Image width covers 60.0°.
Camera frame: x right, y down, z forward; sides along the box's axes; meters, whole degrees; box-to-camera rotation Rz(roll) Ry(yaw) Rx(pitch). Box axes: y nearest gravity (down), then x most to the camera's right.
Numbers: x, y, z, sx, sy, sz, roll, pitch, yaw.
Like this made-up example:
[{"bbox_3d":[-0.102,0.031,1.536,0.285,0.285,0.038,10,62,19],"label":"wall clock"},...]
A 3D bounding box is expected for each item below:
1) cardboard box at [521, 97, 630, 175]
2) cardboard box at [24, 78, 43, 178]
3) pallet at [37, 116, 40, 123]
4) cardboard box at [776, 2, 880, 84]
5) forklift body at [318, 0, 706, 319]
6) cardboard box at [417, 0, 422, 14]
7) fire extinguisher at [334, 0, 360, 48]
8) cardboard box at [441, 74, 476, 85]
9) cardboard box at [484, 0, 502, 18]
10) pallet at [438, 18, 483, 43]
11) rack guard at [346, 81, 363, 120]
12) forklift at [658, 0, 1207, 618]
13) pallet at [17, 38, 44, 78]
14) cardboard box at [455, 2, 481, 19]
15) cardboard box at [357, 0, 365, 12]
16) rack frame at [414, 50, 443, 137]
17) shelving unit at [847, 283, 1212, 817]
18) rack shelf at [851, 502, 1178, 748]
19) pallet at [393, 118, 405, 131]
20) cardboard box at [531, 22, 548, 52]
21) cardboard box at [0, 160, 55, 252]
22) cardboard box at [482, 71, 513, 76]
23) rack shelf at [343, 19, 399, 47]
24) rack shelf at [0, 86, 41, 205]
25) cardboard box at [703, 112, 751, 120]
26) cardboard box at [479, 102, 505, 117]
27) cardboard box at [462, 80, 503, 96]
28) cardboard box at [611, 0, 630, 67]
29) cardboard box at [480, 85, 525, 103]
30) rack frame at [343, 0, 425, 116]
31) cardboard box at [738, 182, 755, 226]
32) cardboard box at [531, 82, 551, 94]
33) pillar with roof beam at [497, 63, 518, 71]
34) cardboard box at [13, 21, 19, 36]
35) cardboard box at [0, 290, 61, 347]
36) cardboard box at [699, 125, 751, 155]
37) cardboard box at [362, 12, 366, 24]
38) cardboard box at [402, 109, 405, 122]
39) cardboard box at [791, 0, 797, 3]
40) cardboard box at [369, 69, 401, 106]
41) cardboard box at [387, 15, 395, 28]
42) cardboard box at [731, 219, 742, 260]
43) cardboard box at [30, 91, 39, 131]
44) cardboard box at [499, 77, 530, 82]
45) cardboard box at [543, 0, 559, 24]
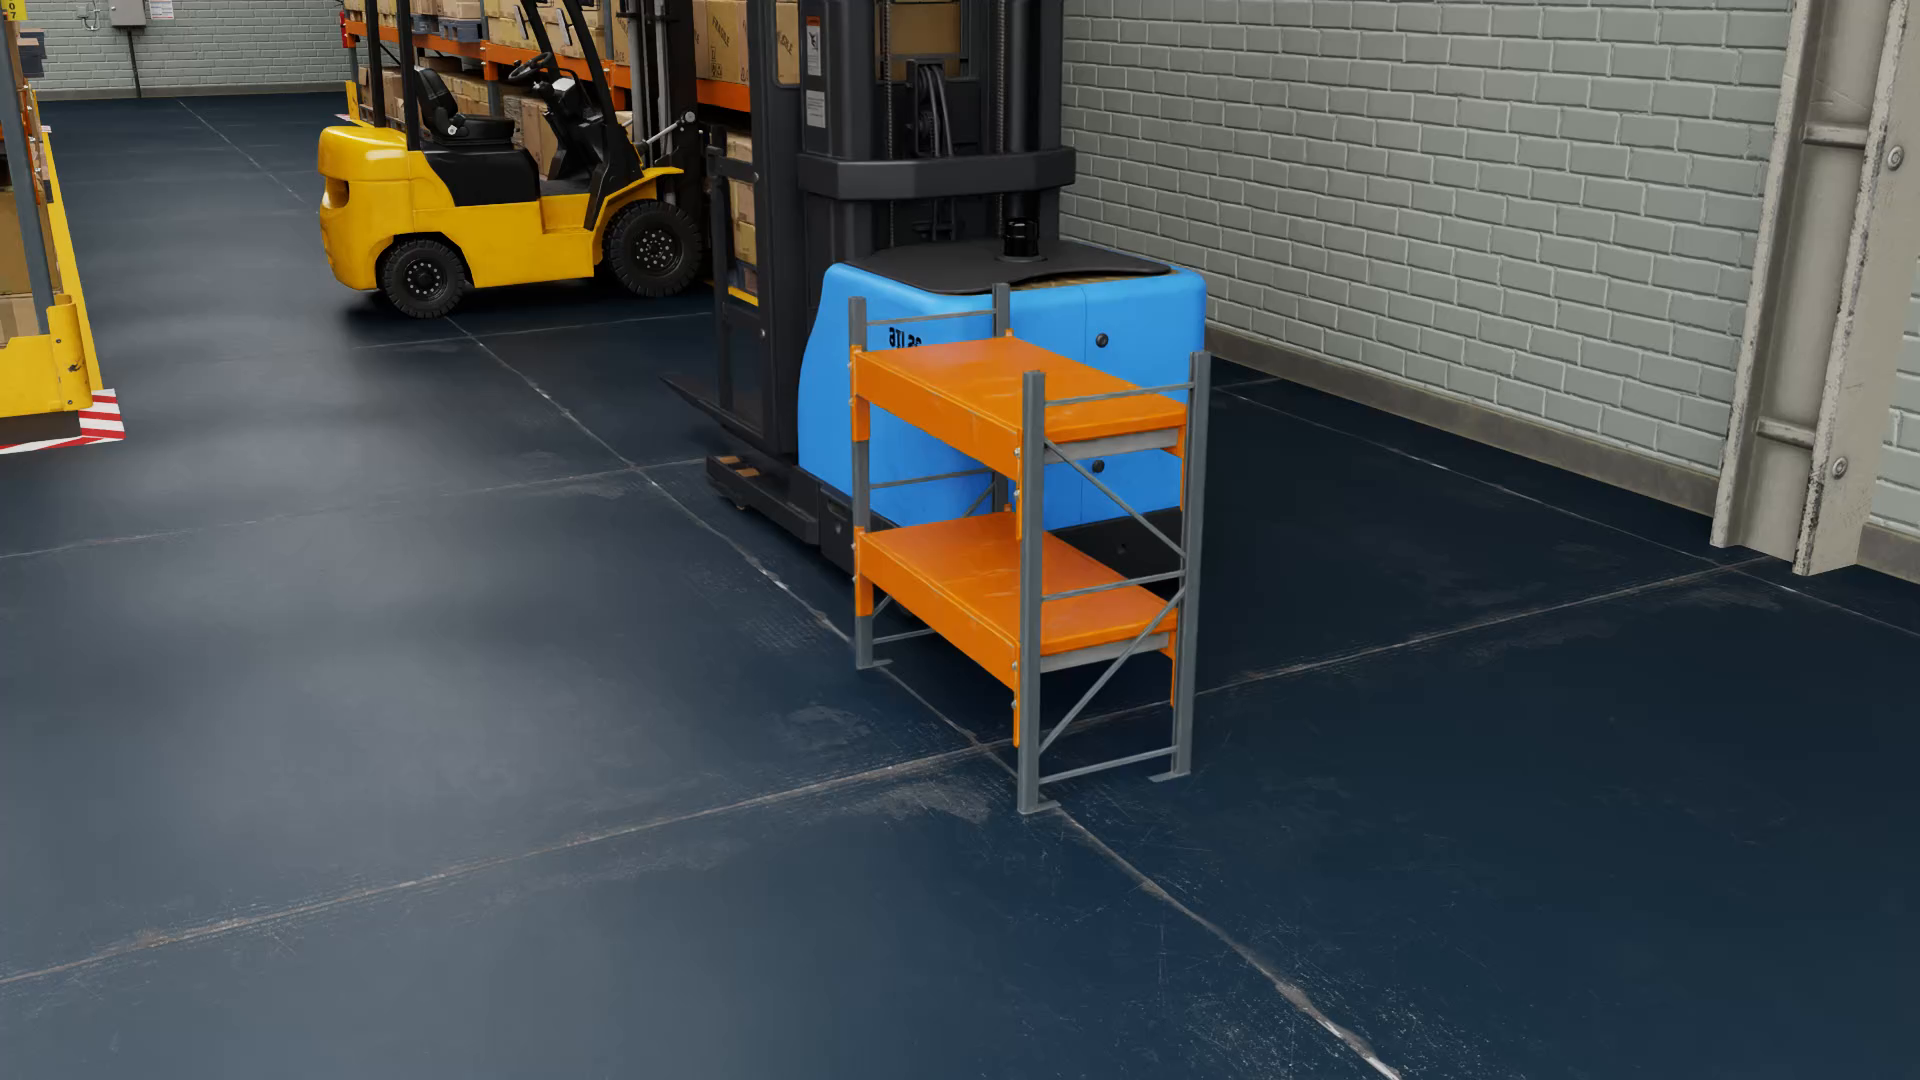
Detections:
[{"bbox_3d":[-3.537,-3.760,15.427,0.875,0.625,0.625,-9,21,-25],"label":"cardboard box"},{"bbox_3d":[-8.760,-3.687,14.832,0.875,0.875,0.875,-10,22,-27],"label":"cardboard box"},{"bbox_3d":[-11.856,-5.043,20.422,1.003,0.211,1.213,-10,21,-27],"label":"pallet"},{"bbox_3d":[-0.805,-2.903,9.793,0.500,0.500,0.500,-11,22,-28],"label":"cardboard box"},{"bbox_3d":[-2.846,-2.616,10.415,2.313,2.155,1.214,-10,21,-27],"label":"forklift body"},{"bbox_3d":[-5.716,-5.877,18.126,0.396,0.266,0.258,-9,21,-24],"label":"cardboard box"},{"bbox_3d":[-8.414,-7.106,22.817,0.296,0.674,0.183,-10,21,-27],"label":"fire extinguisher"},{"bbox_3d":[-5.543,-5.086,18.466,0.380,0.149,0.250,-10,21,-27],"label":"cardboard box"},{"bbox_3d":[-4.165,-5.048,15.626,0.500,0.250,0.500,-10,21,-27],"label":"cardboard box"},{"bbox_3d":[-4.522,-5.145,16.737,1.213,0.211,1.003,-10,21,-27],"label":"pallet"},{"bbox_3d":[-7.902,-6.145,23.173,1.175,0.500,0.348,-10,21,-27],"label":"rack guard"},{"bbox_3d":[-0.354,-1.565,6.175,1.130,2.935,3.031,-10,22,-28],"label":"forklift"},{"bbox_3d":[-6.841,-3.285,11.347,1.003,0.211,1.213,-10,21,-27],"label":"pallet"},{"bbox_3d":[-4.788,-5.261,16.520,0.380,0.149,0.250,-10,21,-26],"label":"cardboard box"},{"bbox_3d":[-7.476,-6.956,21.467,0.500,0.250,0.500,-10,22,-28],"label":"cardboard box"},{"bbox_3d":[-6.038,-6.200,19.501,1.000,3.000,0.127,-10,21,-27],"label":"rack frame"},{"bbox_3d":[0.145,-0.033,4.502,0.538,1.125,1.048,-9,21,-25],"label":"shelving unit"},{"bbox_3d":[0.145,0.198,4.582,0.538,0.278,1.000,-9,21,-25],"label":"rack shelf"},{"bbox_3d":[-6.364,-5.079,20.527,1.003,0.211,1.213,-10,21,-27],"label":"pallet"},{"bbox_3d":[-3.413,-4.375,14.440,0.500,0.250,0.500,-9,21,-25],"label":"cardboard box"},{"bbox_3d":[-5.341,-1.814,9.213,0.500,0.500,0.500,-10,21,-26],"label":"cardboard box"},{"bbox_3d":[-5.212,-5.250,18.942,0.380,0.149,0.250,-11,22,-29],"label":"cardboard box"},{"bbox_3d":[-6.988,-6.434,21.282,1.077,0.370,4.000,-10,21,-27],"label":"rack shelf"},{"bbox_3d":[-5.656,-2.219,9.068,1.077,0.370,4.000,-10,21,-27],"label":"rack shelf"},{"bbox_3d":[-1.582,-3.021,12.325,0.500,0.250,0.500,-10,22,-27],"label":"cardboard box"},{"bbox_3d":[-4.529,-4.157,16.768,0.500,0.500,0.500,-9,21,-25],"label":"cardboard box"},{"bbox_3d":[-5.044,-4.788,17.603,0.380,0.149,0.250,-10,22,-27],"label":"cardboard box"},{"bbox_3d":[-2.258,-3.783,12.343,0.500,0.500,0.500,-11,22,-28],"label":"cardboard box"},{"bbox_3d":[-4.596,-4.478,16.704,0.380,0.149,0.250,-11,22,-29],"label":"cardboard box"},{"bbox_3d":[-7.938,-7.348,22.829,1.000,3.000,0.127,-10,21,-27],"label":"rack frame"},{"bbox_3d":[-1.075,-2.127,10.503,0.500,0.250,0.500,-10,22,-27],"label":"cardboard box"},{"bbox_3d":[-4.215,-4.654,17.213,0.380,0.149,0.250,-9,21,-25],"label":"cardboard box"},{"bbox_3d":[-9.364,-8.709,17.574,9.100,9.000,0.400,-10,21,-27],"label":"pillar with roof beam"},{"bbox_3d":[-7.185,-3.799,12.285,0.380,0.149,0.250,-9,21,-25],"label":"cardboard box"},{"bbox_3d":[-4.846,-1.158,8.462,0.500,0.250,0.500,-10,21,-27],"label":"cardboard box"},{"bbox_3d":[-1.563,-2.646,11.240,0.500,0.250,0.500,-10,22,-28],"label":"cardboard box"},{"bbox_3d":[-7.455,-6.715,21.379,0.380,0.149,0.250,-11,22,-28],"label":"cardboard box"},{"bbox_3d":[-6.561,-5.165,20.229,0.380,0.149,0.250,-11,22,-28],"label":"cardboard box"},{"bbox_3d":[-0.751,-3.165,9.558,0.380,0.149,0.250,-10,21,-26],"label":"cardboard box"},{"bbox_3d":[-7.359,-5.924,21.888,0.700,0.500,0.500,-9,21,-24],"label":"cardboard box"},{"bbox_3d":[-6.699,-6.276,20.106,0.380,0.149,0.250,-9,21,-25],"label":"cardboard box"},{"bbox_3d":[-1.299,-2.029,10.985,0.500,0.250,0.500,-10,21,-26],"label":"cardboard box"},{"bbox_3d":[-11.034,-4.871,18.934,0.875,0.438,0.875,-11,22,-28],"label":"cardboard box"},{"bbox_3d":[-4.773,-4.936,18.032,0.380,0.149,0.250,-10,21,-26],"label":"cardboard box"},{"bbox_3d":[-3.186,-4.465,13.935,0.500,0.250,0.500,-10,21,-26],"label":"cardboard box"}]
